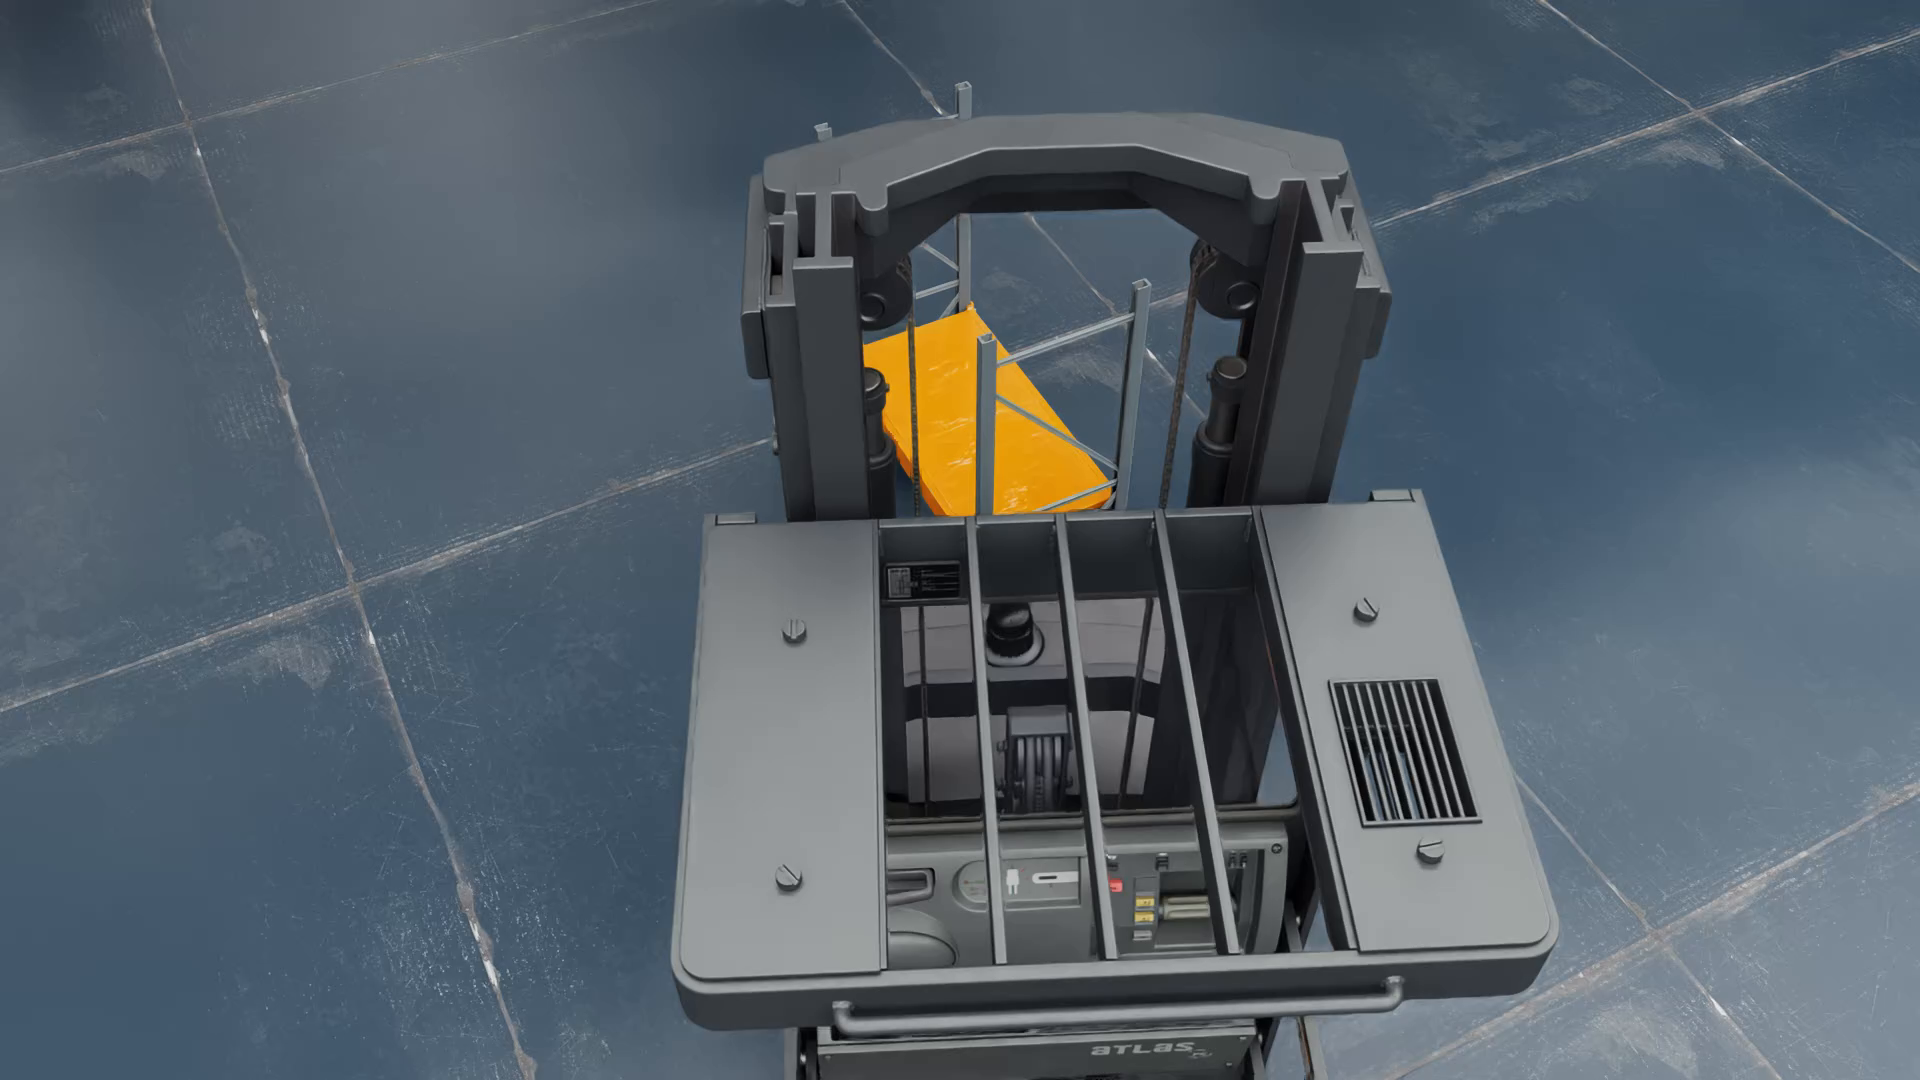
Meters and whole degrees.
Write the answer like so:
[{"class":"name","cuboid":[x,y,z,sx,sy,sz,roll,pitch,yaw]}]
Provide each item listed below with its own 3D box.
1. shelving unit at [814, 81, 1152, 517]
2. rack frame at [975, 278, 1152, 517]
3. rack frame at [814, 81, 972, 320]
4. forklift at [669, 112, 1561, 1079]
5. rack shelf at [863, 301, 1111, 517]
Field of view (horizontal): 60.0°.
[{"class":"shelving unit","cuboid":[0.035,-0.443,5.141,0.587,1.500,1.083,-21,52,-18]},{"class":"rack frame","cuboid":[0.272,-0.096,4.838,0.500,1.500,0.032,-21,52,-18]},{"class":"rack frame","cuboid":[-0.194,-0.777,5.433,0.500,1.500,0.032,-21,52,-18]},{"class":"forklift","cuboid":[0.173,0.847,3.062,1.130,2.935,3.031,-2,49,-2]},{"class":"rack shelf","cuboid":[0.039,-0.318,5.271,0.538,0.185,1.000,-21,52,-18]}]
